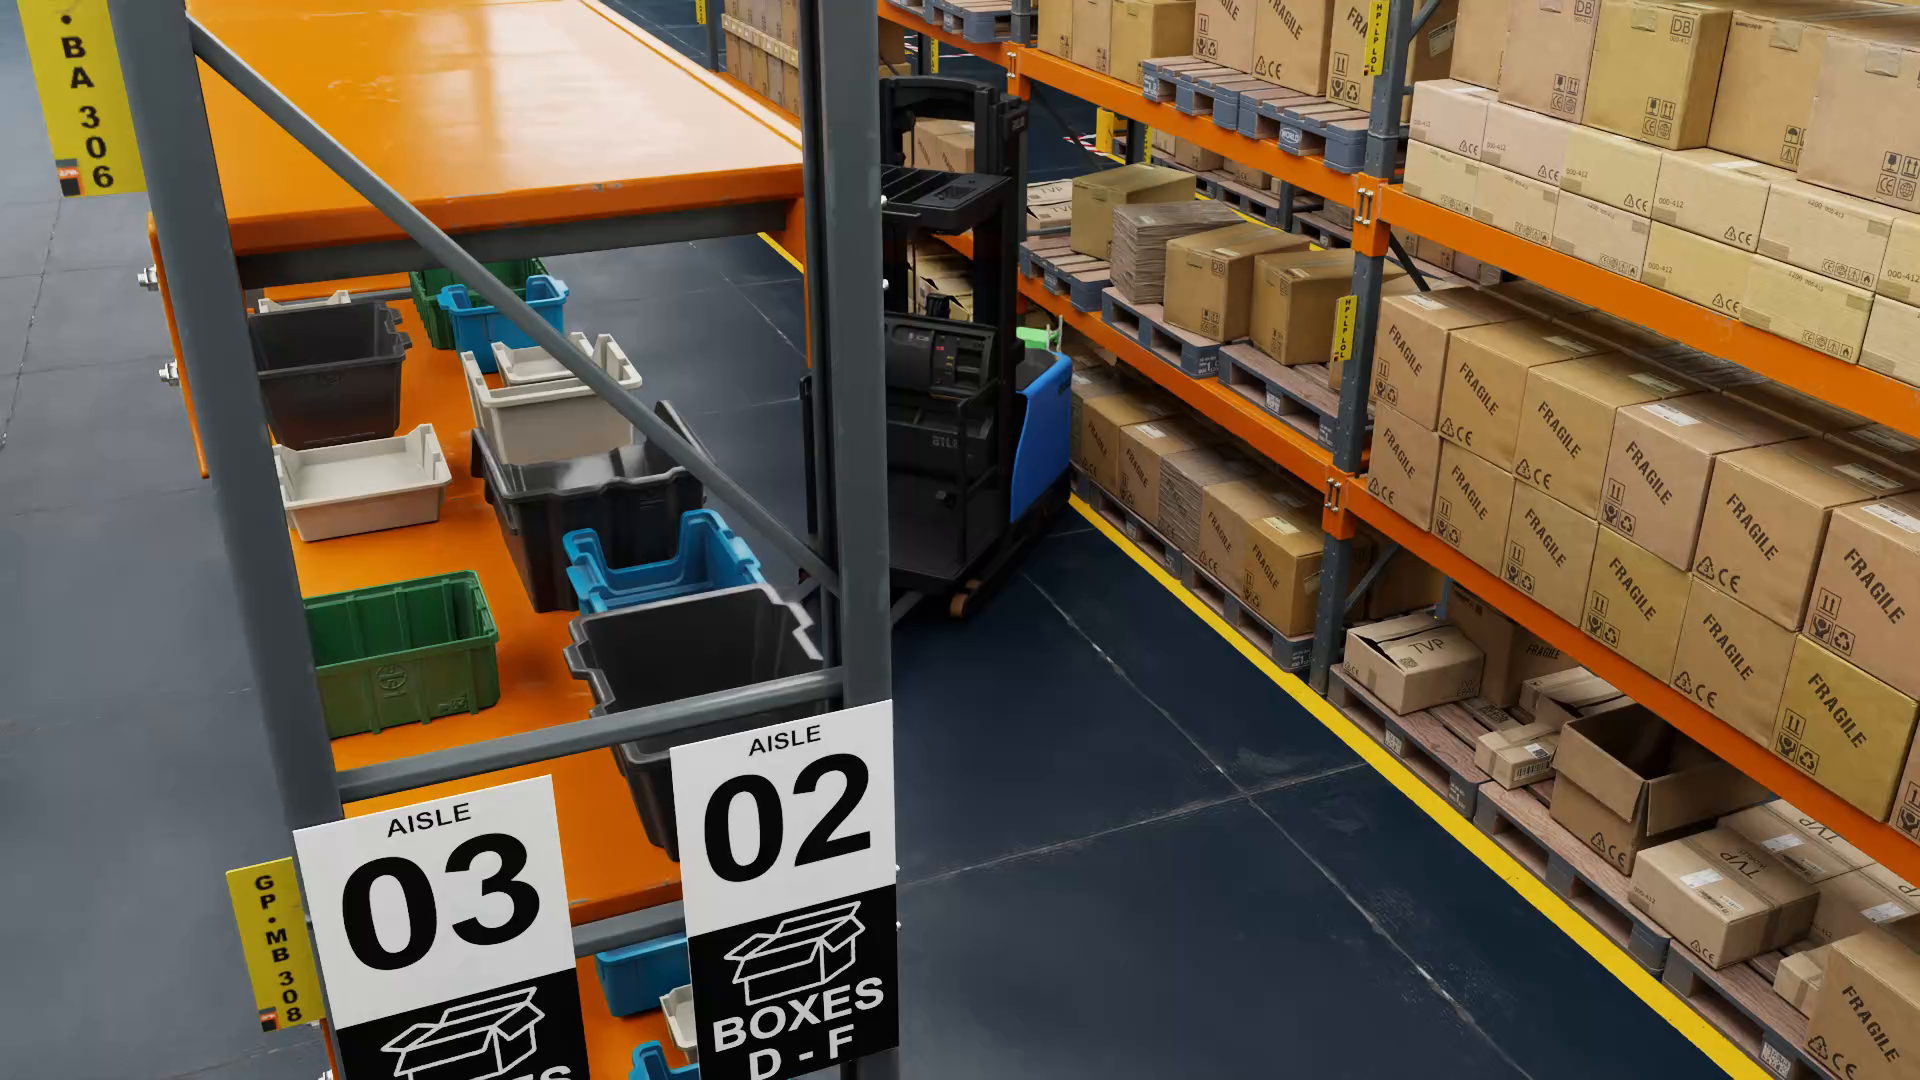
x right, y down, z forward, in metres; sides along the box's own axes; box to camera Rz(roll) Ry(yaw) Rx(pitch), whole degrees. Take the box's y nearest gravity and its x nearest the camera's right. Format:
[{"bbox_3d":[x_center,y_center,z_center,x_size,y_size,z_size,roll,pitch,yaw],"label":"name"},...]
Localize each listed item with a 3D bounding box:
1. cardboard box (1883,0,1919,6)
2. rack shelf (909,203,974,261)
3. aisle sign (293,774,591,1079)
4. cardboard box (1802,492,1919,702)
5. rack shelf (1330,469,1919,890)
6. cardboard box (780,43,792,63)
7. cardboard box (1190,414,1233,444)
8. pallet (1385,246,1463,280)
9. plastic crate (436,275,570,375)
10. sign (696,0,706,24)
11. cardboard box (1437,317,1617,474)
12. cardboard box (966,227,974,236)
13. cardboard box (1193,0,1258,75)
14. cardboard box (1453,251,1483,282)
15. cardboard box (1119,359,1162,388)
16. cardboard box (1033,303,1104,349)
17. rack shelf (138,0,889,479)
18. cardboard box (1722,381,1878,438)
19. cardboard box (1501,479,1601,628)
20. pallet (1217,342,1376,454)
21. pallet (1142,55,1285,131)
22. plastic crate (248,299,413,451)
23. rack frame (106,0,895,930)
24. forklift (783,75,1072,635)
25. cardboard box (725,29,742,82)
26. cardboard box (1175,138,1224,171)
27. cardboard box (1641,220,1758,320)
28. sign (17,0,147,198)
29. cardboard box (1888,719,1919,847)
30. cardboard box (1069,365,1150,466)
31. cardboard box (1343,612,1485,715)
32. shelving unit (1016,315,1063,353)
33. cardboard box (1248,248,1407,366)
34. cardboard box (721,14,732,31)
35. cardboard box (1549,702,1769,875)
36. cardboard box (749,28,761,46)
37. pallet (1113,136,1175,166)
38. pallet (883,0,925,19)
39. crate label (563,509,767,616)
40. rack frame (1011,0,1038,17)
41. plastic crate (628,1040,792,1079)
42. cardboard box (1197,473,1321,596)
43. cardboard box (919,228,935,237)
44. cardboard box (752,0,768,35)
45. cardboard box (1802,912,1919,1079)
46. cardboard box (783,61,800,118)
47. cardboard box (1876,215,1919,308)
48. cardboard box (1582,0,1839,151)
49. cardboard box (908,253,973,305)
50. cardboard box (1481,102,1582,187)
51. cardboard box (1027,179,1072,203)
[{"bbox_3d":[6.426,-3.639,10.749,0.700,0.500,0.500,-11,28,-22],"label":"cardboard box"},{"bbox_3d":[0.041,-2.707,13.694,1.077,0.370,4.000,-11,28,-21],"label":"rack shelf"},{"bbox_3d":[-0.843,0.768,2.795,0.394,0.787,0.004,-11,28,-21],"label":"aisle sign"},{"bbox_3d":[3.332,0.177,5.716,0.500,0.500,0.500,-10,28,-19],"label":"cardboard box"},{"bbox_3d":[3.174,0.523,7.080,1.077,0.370,4.000,-11,28,-21],"label":"rack shelf"},{"bbox_3d":[-1.541,-4.759,16.226,0.380,0.149,0.250,-10,28,-19],"label":"cardboard box"},{"bbox_3d":[1.820,-0.540,10.784,0.500,0.500,0.500,-12,28,-23],"label":"cardboard box"},{"bbox_3d":[4.603,-2.629,15.895,1.003,0.211,1.213,-11,28,-21],"label":"pallet"},{"bbox_3d":[-1.518,-0.718,5.574,0.416,0.233,0.300,-11,28,-21],"label":"plastic crate"},{"bbox_3d":[-2.821,-5.784,18.100,0.100,0.325,0.005,-11,28,-21],"label":"sign"},{"bbox_3d":[2.519,-0.655,7.419,0.500,0.500,0.500,-11,28,-22],"label":"cardboard box"},{"bbox_3d":[0.218,-2.425,12.584,0.380,0.149,0.250,-11,28,-21],"label":"cardboard box"},{"bbox_3d":[1.737,-2.988,9.326,0.600,0.600,0.600,-12,28,-23],"label":"cardboard box"},{"bbox_3d":[4.956,-2.659,15.125,0.700,0.500,0.500,-11,28,-21],"label":"cardboard box"},{"bbox_3d":[1.433,-1.275,11.435,0.500,0.250,0.500,-9,28,-19],"label":"cardboard box"},{"bbox_3d":[0.890,-1.689,12.807,0.500,0.311,0.500,-10,28,-19],"label":"cardboard box"},{"bbox_3d":[-1.385,-1.143,4.111,1.077,0.370,4.000,-11,28,-21],"label":"rack shelf"},{"bbox_3d":[3.423,-0.329,6.751,0.500,0.500,0.500,-11,28,-21],"label":"cardboard box"},{"bbox_3d":[2.737,0.009,7.200,0.500,0.500,0.500,-11,28,-21],"label":"cardboard box"},{"bbox_3d":[2.179,-0.863,9.317,1.003,0.211,1.213,-11,28,-21],"label":"pallet"},{"bbox_3d":[1.791,-2.565,9.379,1.213,0.211,1.003,-11,28,-21],"label":"pallet"},{"bbox_3d":[-1.934,-0.499,5.083,0.497,0.269,0.590,-11,28,-21],"label":"plastic crate"},{"bbox_3d":[-0.602,-0.839,2.212,1.000,3.000,0.127,-11,28,-21],"label":"rack frame"},{"bbox_3d":[-0.328,-1.056,9.573,1.130,2.935,3.031,11,28,22],"label":"forklift"},{"bbox_3d":[-2.137,-5.306,18.085,0.700,0.500,0.500,-11,28,-21],"label":"cardboard box"},{"bbox_3d":[2.901,-4.549,18.997,0.700,0.500,0.500,-12,29,-24],"label":"cardboard box"},{"bbox_3d":[2.939,-1.043,6.220,0.500,0.250,0.500,-11,28,-21],"label":"cardboard box"},{"bbox_3d":[-1.102,-0.593,2.076,0.100,0.325,0.005,-11,28,-21],"label":"sign"},{"bbox_3d":[3.532,0.828,5.521,0.500,0.500,0.500,-10,28,-19],"label":"cardboard box"},{"bbox_3d":[0.950,-0.854,11.427,0.500,0.500,0.500,-12,28,-22],"label":"cardboard box"},{"bbox_3d":[2.356,0.610,8.646,0.500,0.311,0.500,-11,28,-21],"label":"cardboard box"},{"bbox_3d":[0.397,-0.950,11.317,0.503,1.200,0.258,11,26,22],"label":"shelving unit"},{"bbox_3d":[2.084,-1.338,9.478,0.700,0.500,0.500,-6,27,-12],"label":"cardboard box"},{"bbox_3d":[-2.353,-5.593,17.933,0.380,0.149,0.250,-11,28,-21],"label":"cardboard box"},{"bbox_3d":[3.132,1.074,7.475,0.797,0.503,0.637,-11,28,-21],"label":"cardboard box"},{"bbox_3d":[-1.947,-5.177,17.080,0.380,0.149,0.250,-12,28,-22],"label":"cardboard box"},{"bbox_3d":[2.564,-4.687,20.109,1.003,0.211,1.213,-11,28,-21],"label":"pallet"},{"bbox_3d":[0.036,-4.195,12.720,1.003,0.211,1.213,-9,28,-18],"label":"pallet"},{"bbox_3d":[-0.666,0.148,3.779,0.408,0.251,0.502,-11,28,-21],"label":"crate label"},{"bbox_3d":[0.825,-4.918,10.567,1.000,3.000,0.127,-11,28,-21],"label":"rack frame"},{"bbox_3d":[-0.653,1.483,4.416,0.416,0.233,0.300,-11,28,-21],"label":"plastic crate"},{"bbox_3d":[1.748,-0.033,9.746,0.500,0.500,0.500,-10,28,-20],"label":"cardboard box"},{"bbox_3d":[-0.110,-2.719,14.916,0.500,0.311,0.500,-10,28,-19],"label":"cardboard box"},{"bbox_3d":[-1.708,-5.453,16.907,0.700,0.500,0.500,-10,28,-20],"label":"cardboard box"},{"bbox_3d":[3.518,1.756,6.083,0.500,0.500,0.500,-11,28,-21],"label":"cardboard box"},{"bbox_3d":[-1.327,-4.475,16.383,0.700,0.500,0.500,-10,28,-20],"label":"cardboard box"},{"bbox_3d":[3.326,-0.863,5.282,0.500,0.250,0.500,-11,28,-21],"label":"cardboard box"},{"bbox_3d":[2.883,-1.833,6.413,0.700,0.500,0.500,-11,28,-21],"label":"cardboard box"},{"bbox_3d":[-0.206,-2.212,13.878,0.500,0.311,0.500,-10,28,-19],"label":"cardboard box"},{"bbox_3d":[2.550,-1.672,6.938,0.500,0.250,0.500,-11,28,-21],"label":"cardboard box"},{"bbox_3d":[0.653,-2.577,12.710,0.500,0.311,0.500,-11,28,-21],"label":"cardboard box"}]
